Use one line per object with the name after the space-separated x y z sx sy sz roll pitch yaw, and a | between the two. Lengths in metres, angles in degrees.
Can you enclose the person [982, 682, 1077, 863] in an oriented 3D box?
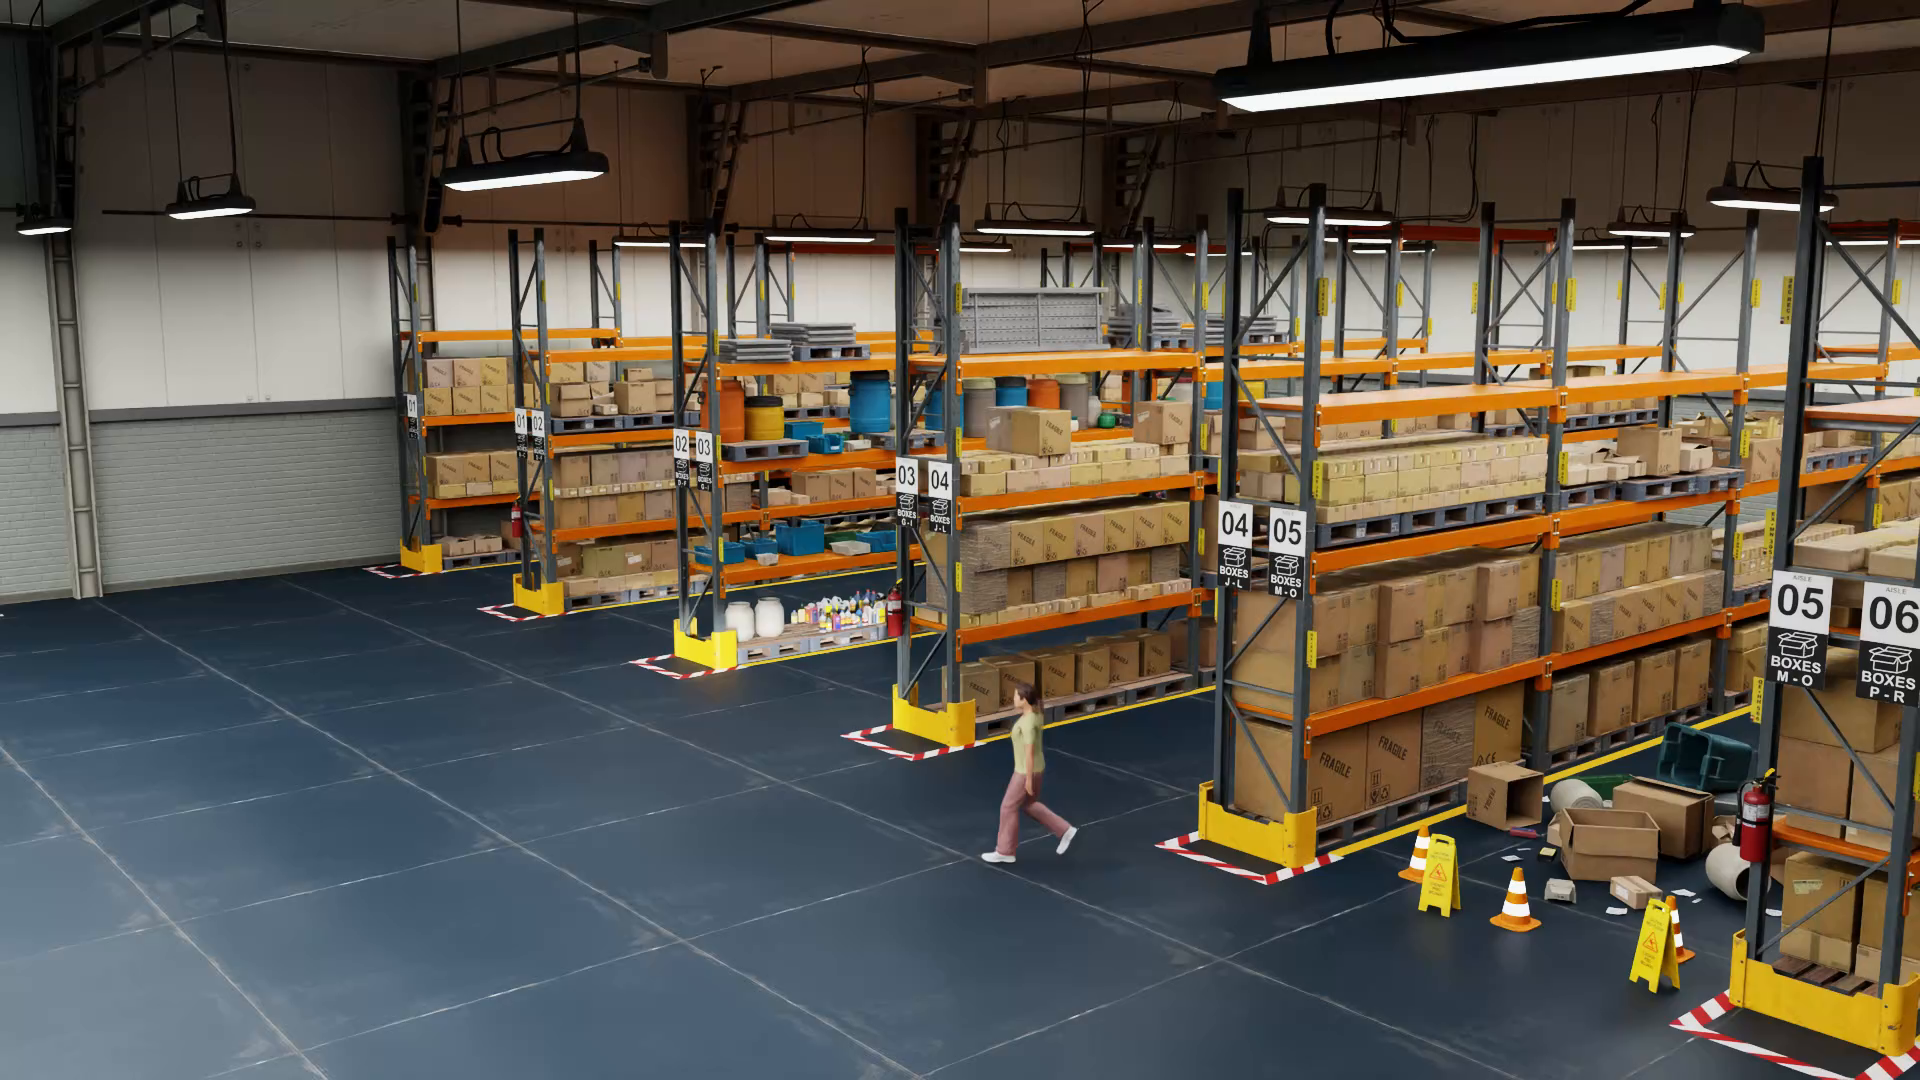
0.631 2.071 14.882 0.840 1.646 0.481 2 9 12 | person
